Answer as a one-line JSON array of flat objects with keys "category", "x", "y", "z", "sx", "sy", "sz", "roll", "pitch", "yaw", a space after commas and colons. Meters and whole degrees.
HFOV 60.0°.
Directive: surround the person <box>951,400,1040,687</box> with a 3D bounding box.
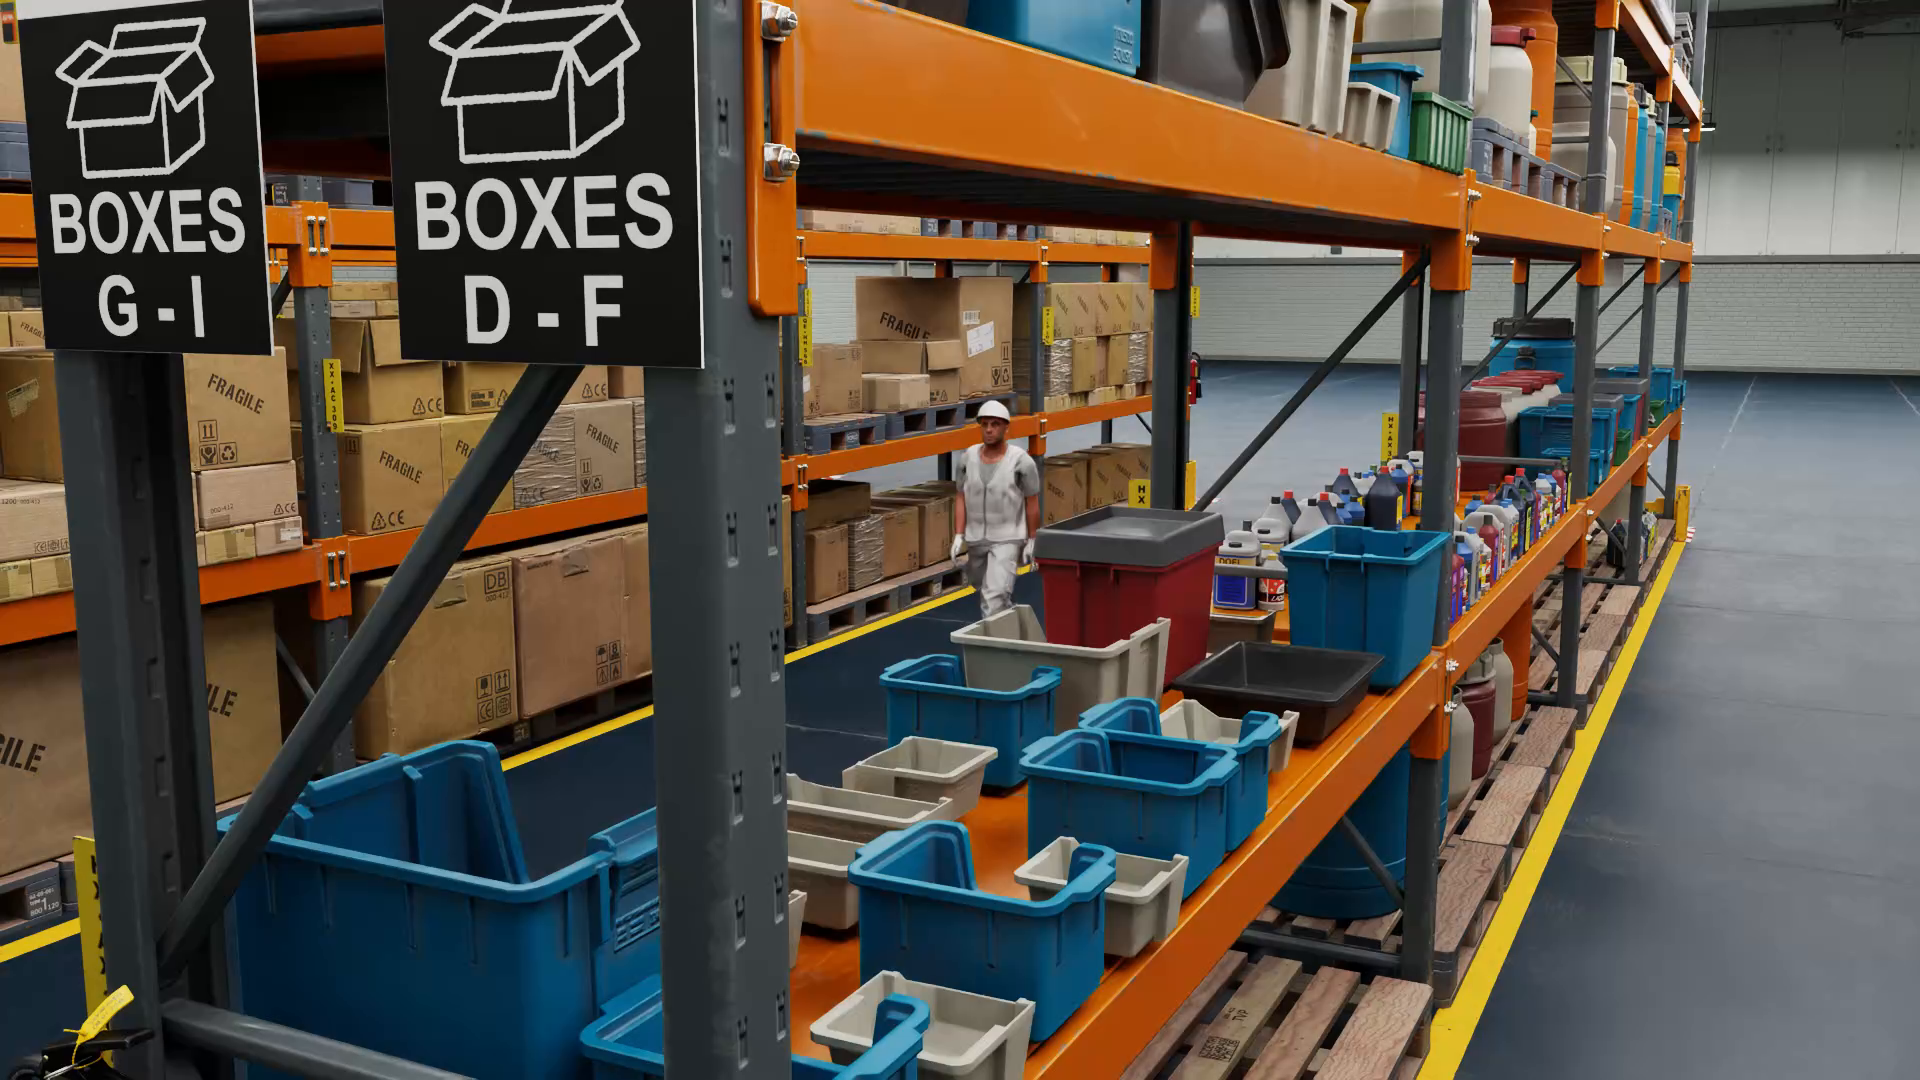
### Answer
[{"category": "person", "x": 0.222, "y": 0.005, "z": 10.308, "sx": 0.519, "sy": 1.748, "sz": 1.071, "roll": 5, "pitch": 10, "yaw": 28}]
